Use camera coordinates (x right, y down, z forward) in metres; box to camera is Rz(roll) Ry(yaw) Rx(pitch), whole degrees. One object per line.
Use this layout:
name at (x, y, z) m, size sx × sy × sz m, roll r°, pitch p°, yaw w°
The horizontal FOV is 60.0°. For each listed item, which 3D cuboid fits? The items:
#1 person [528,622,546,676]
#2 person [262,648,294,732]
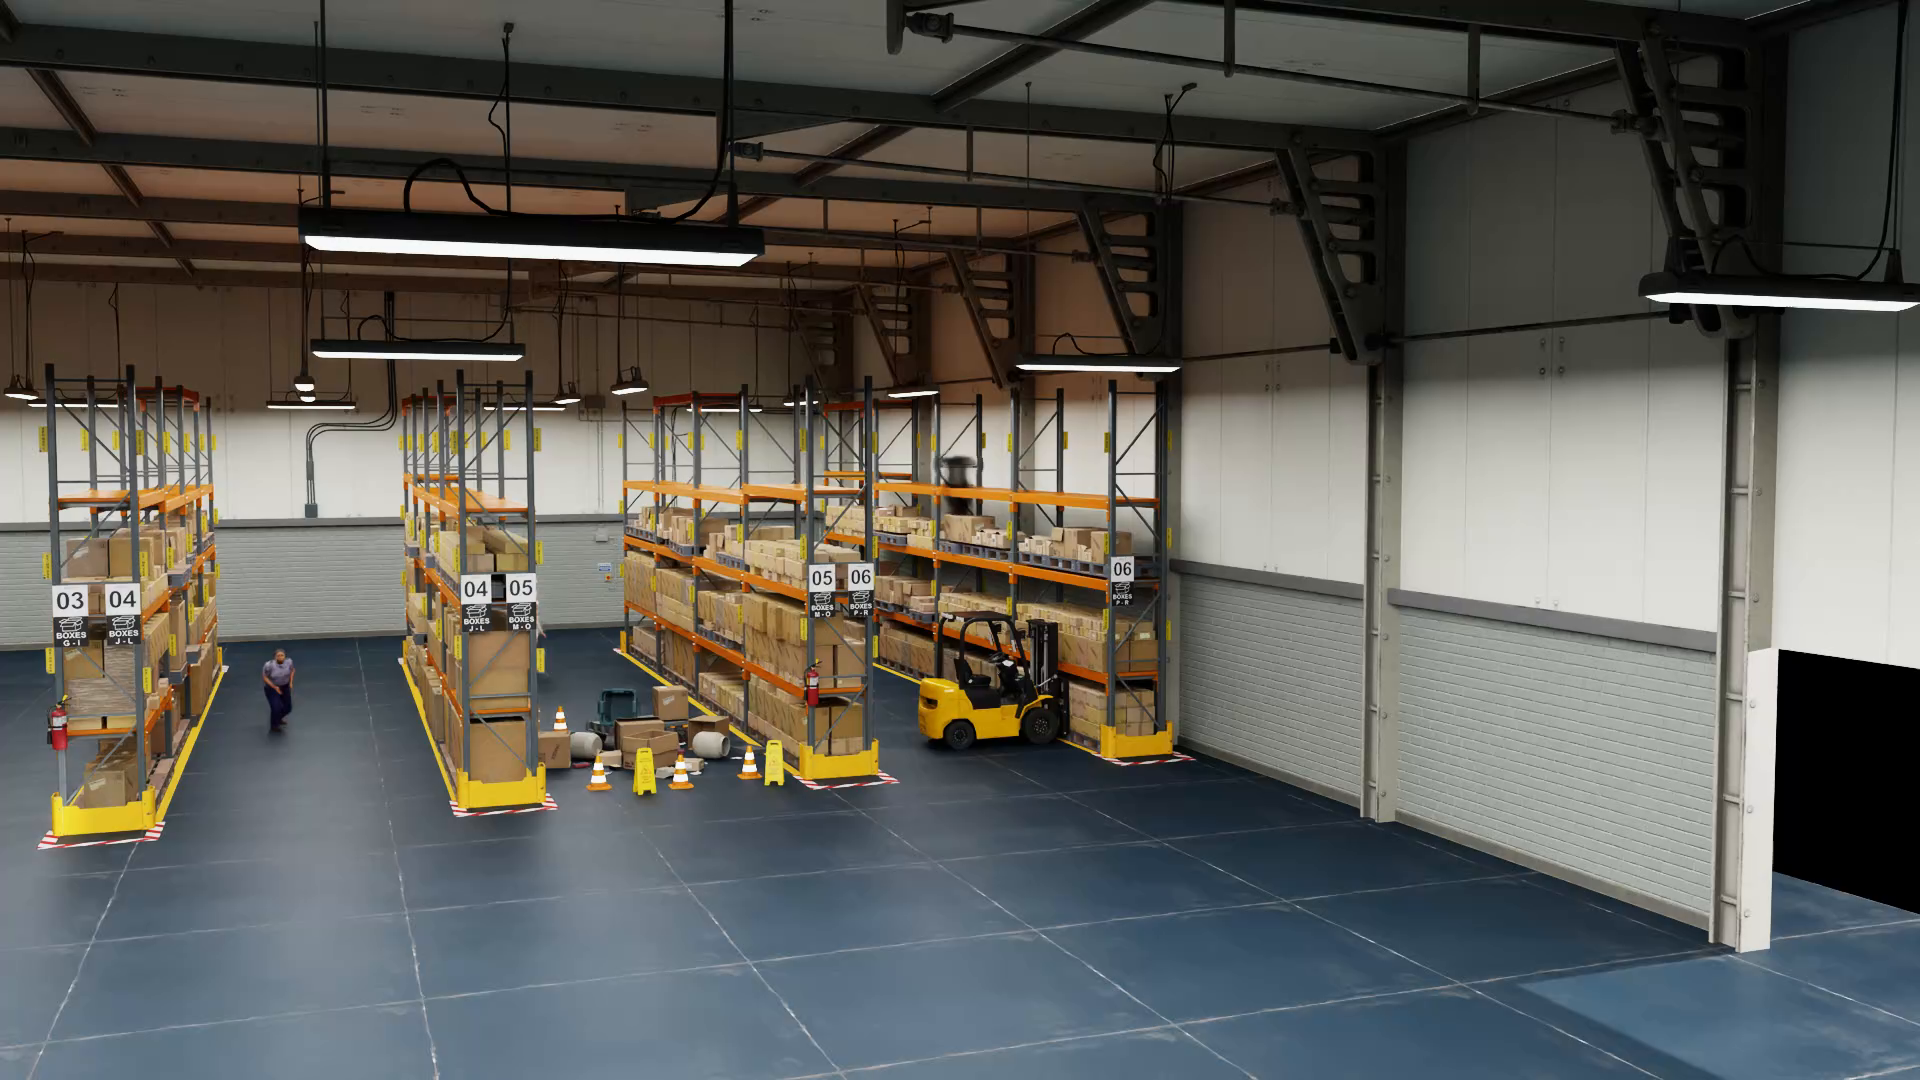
person at (-9.222, 2.105, 35.512) m, size 0.760 × 1.711 × 0.640 m, roll 1°, pitch 3°, yaw 9°
person at (-11.819, 2.590, 28.760) m, size 0.822 × 1.471 × 0.585 m, roll 3°, pitch 4°, yaw 42°
